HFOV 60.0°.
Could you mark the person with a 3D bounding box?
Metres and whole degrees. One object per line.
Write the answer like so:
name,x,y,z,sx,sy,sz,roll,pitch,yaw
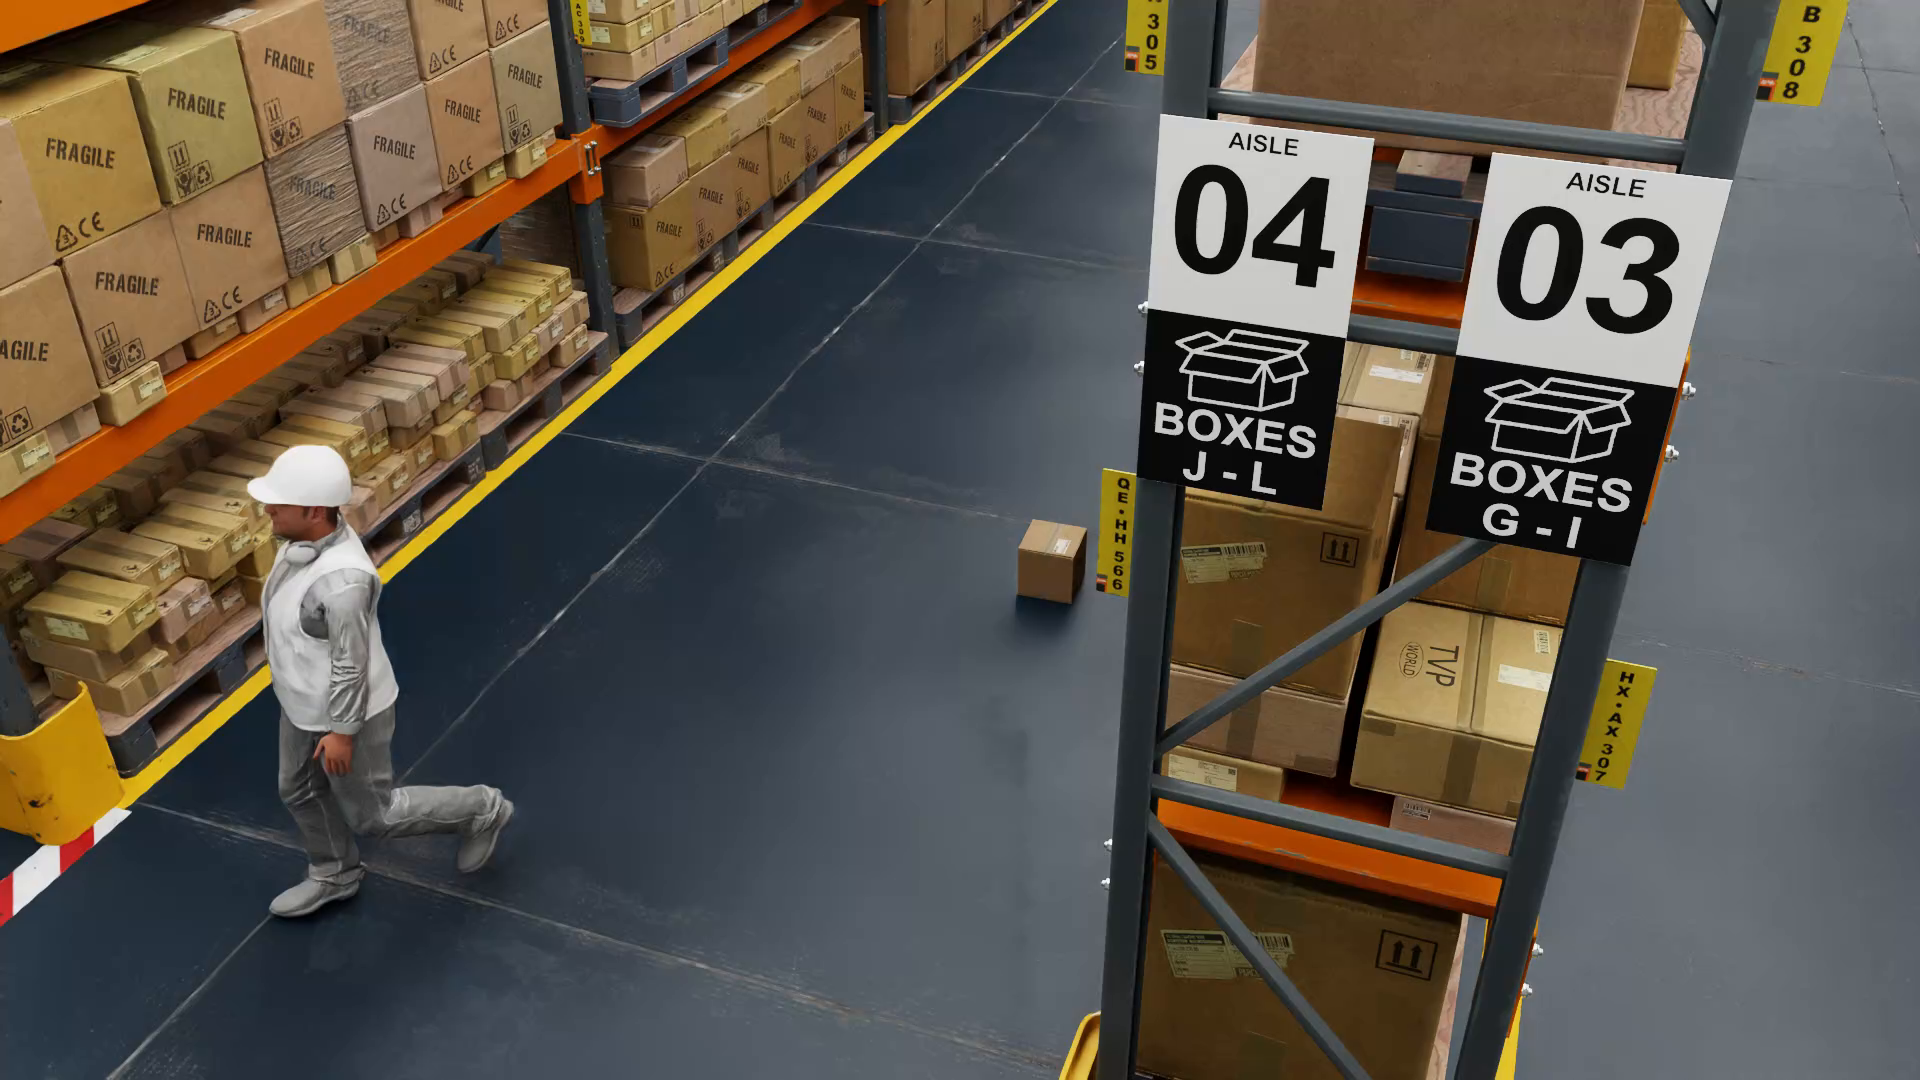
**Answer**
person,-1.968,0.483,5.363,0.830,1.746,0.534,-20,38,-28
